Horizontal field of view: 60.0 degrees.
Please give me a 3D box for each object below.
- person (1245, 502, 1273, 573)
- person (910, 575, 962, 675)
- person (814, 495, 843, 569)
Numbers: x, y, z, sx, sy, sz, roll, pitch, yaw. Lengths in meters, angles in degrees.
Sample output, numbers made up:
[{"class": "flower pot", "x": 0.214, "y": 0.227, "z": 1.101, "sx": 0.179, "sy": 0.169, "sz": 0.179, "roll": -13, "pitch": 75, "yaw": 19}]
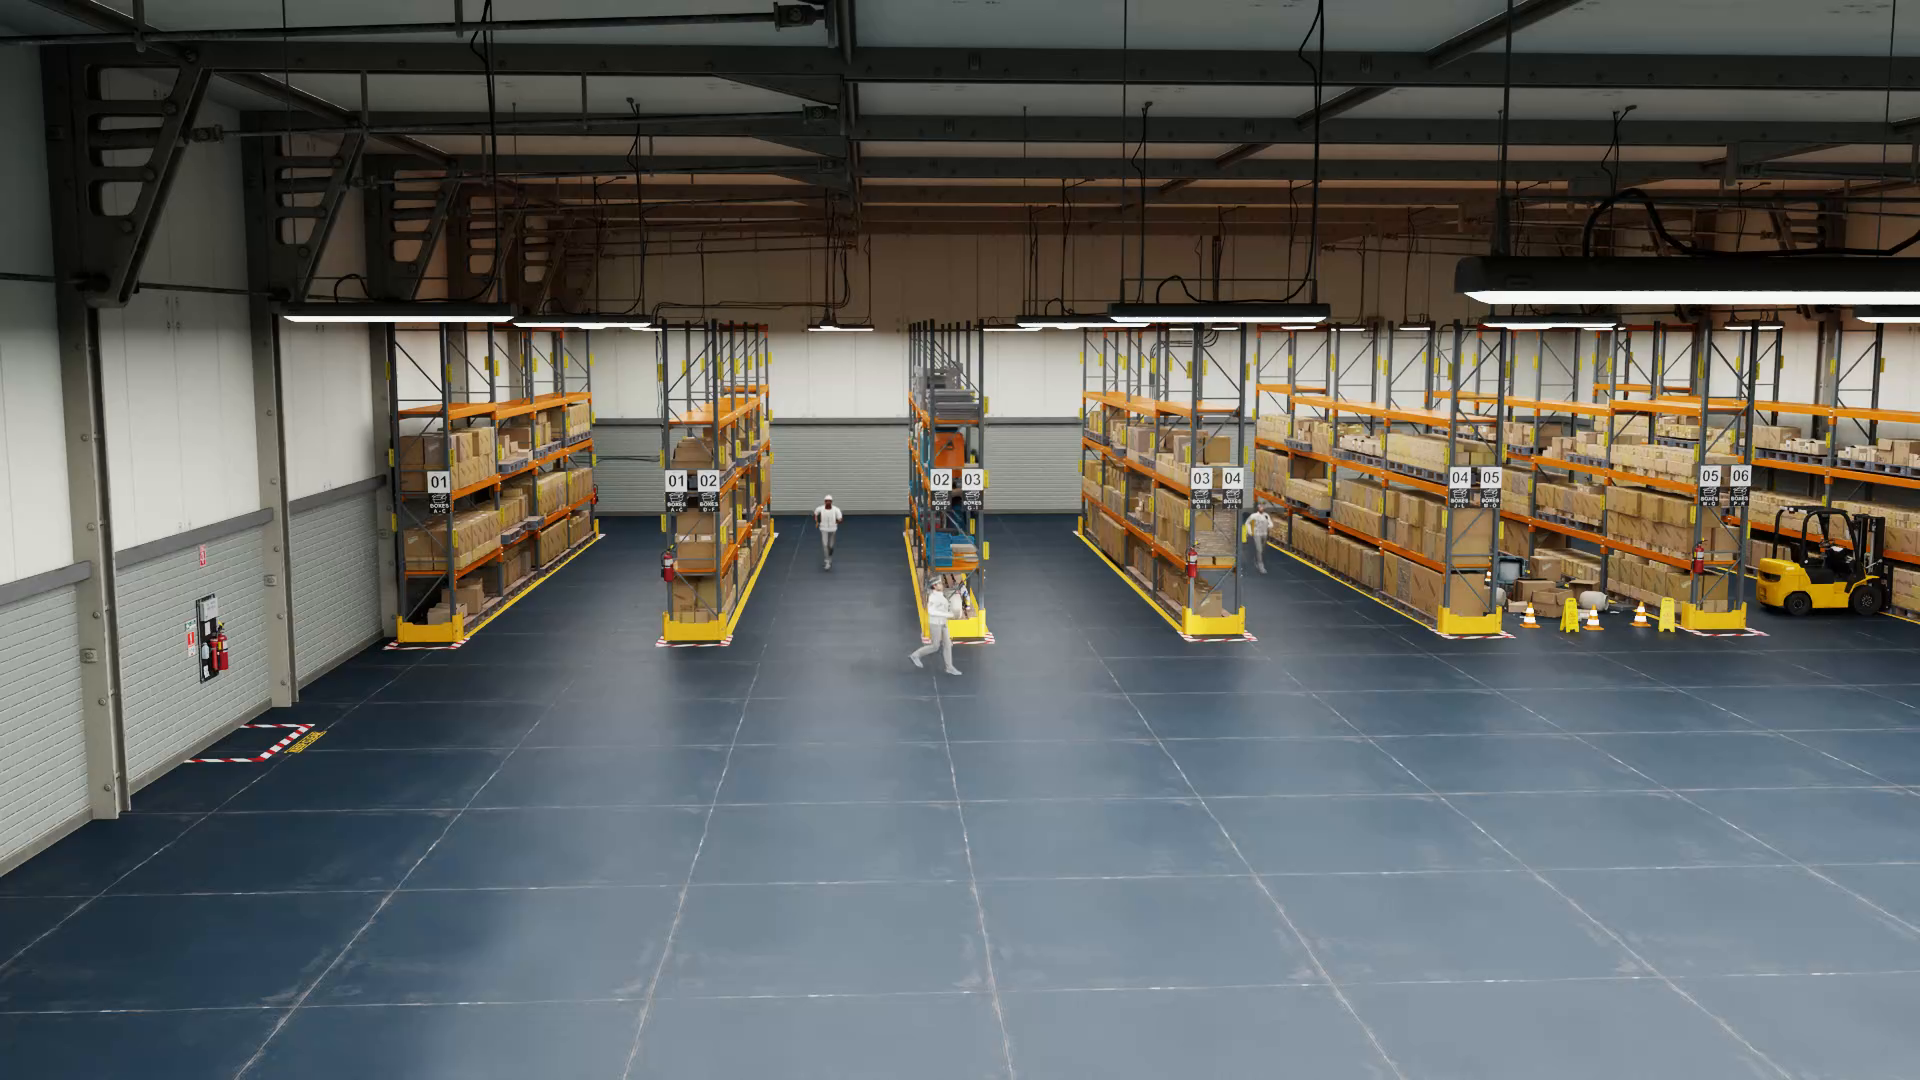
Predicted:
[{"class": "person", "x": 7.256, "y": -0.099, "z": 40.175, "sx": 0.609, "sy": 1.683, "sz": 0.940, "roll": -2, "pitch": 7, "yaw": -14}, {"class": "person", "x": -0.396, "y": 1.427, "z": 28.016, "sx": 0.901, "sy": 1.692, "sz": 0.616, "roll": 2, "pitch": 7, "yaw": 19}, {"class": "person", "x": -3.237, "y": -0.221, "z": 40.953, "sx": 0.697, "sy": 1.779, "sz": 0.978, "roll": -1, "pitch": 7, "yaw": -9}]
